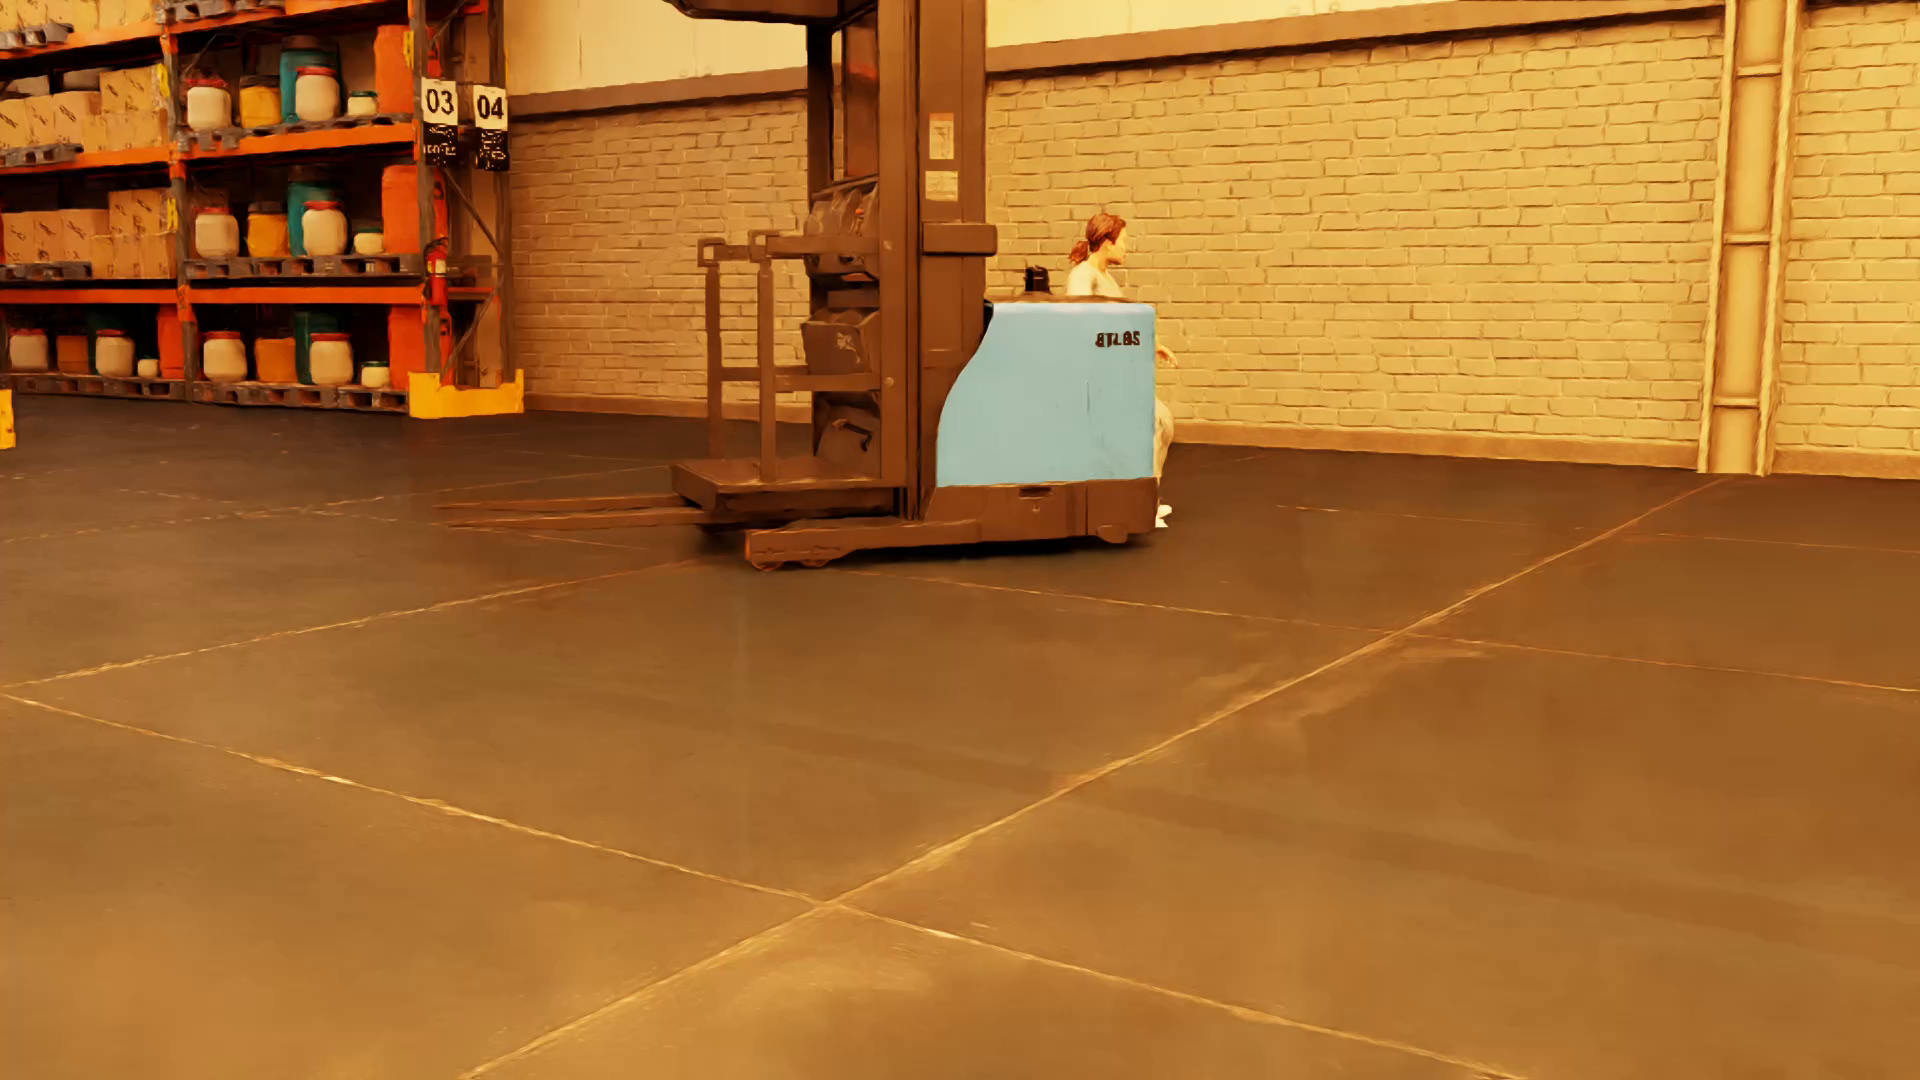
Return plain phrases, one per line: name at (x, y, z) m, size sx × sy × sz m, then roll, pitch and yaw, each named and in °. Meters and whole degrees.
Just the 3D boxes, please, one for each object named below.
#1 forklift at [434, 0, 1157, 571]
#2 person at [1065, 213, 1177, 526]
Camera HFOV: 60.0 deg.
forklift at (-0.699, -1.410, 7.108) m, size 3.031 × 2.935 × 1.130 m, roll -3°, pitch 9°, yaw -20°
person at (0.813, -0.831, 8.278) m, size 0.618 × 1.578 × 0.680 m, roll 2°, pitch 8°, yaw 16°
